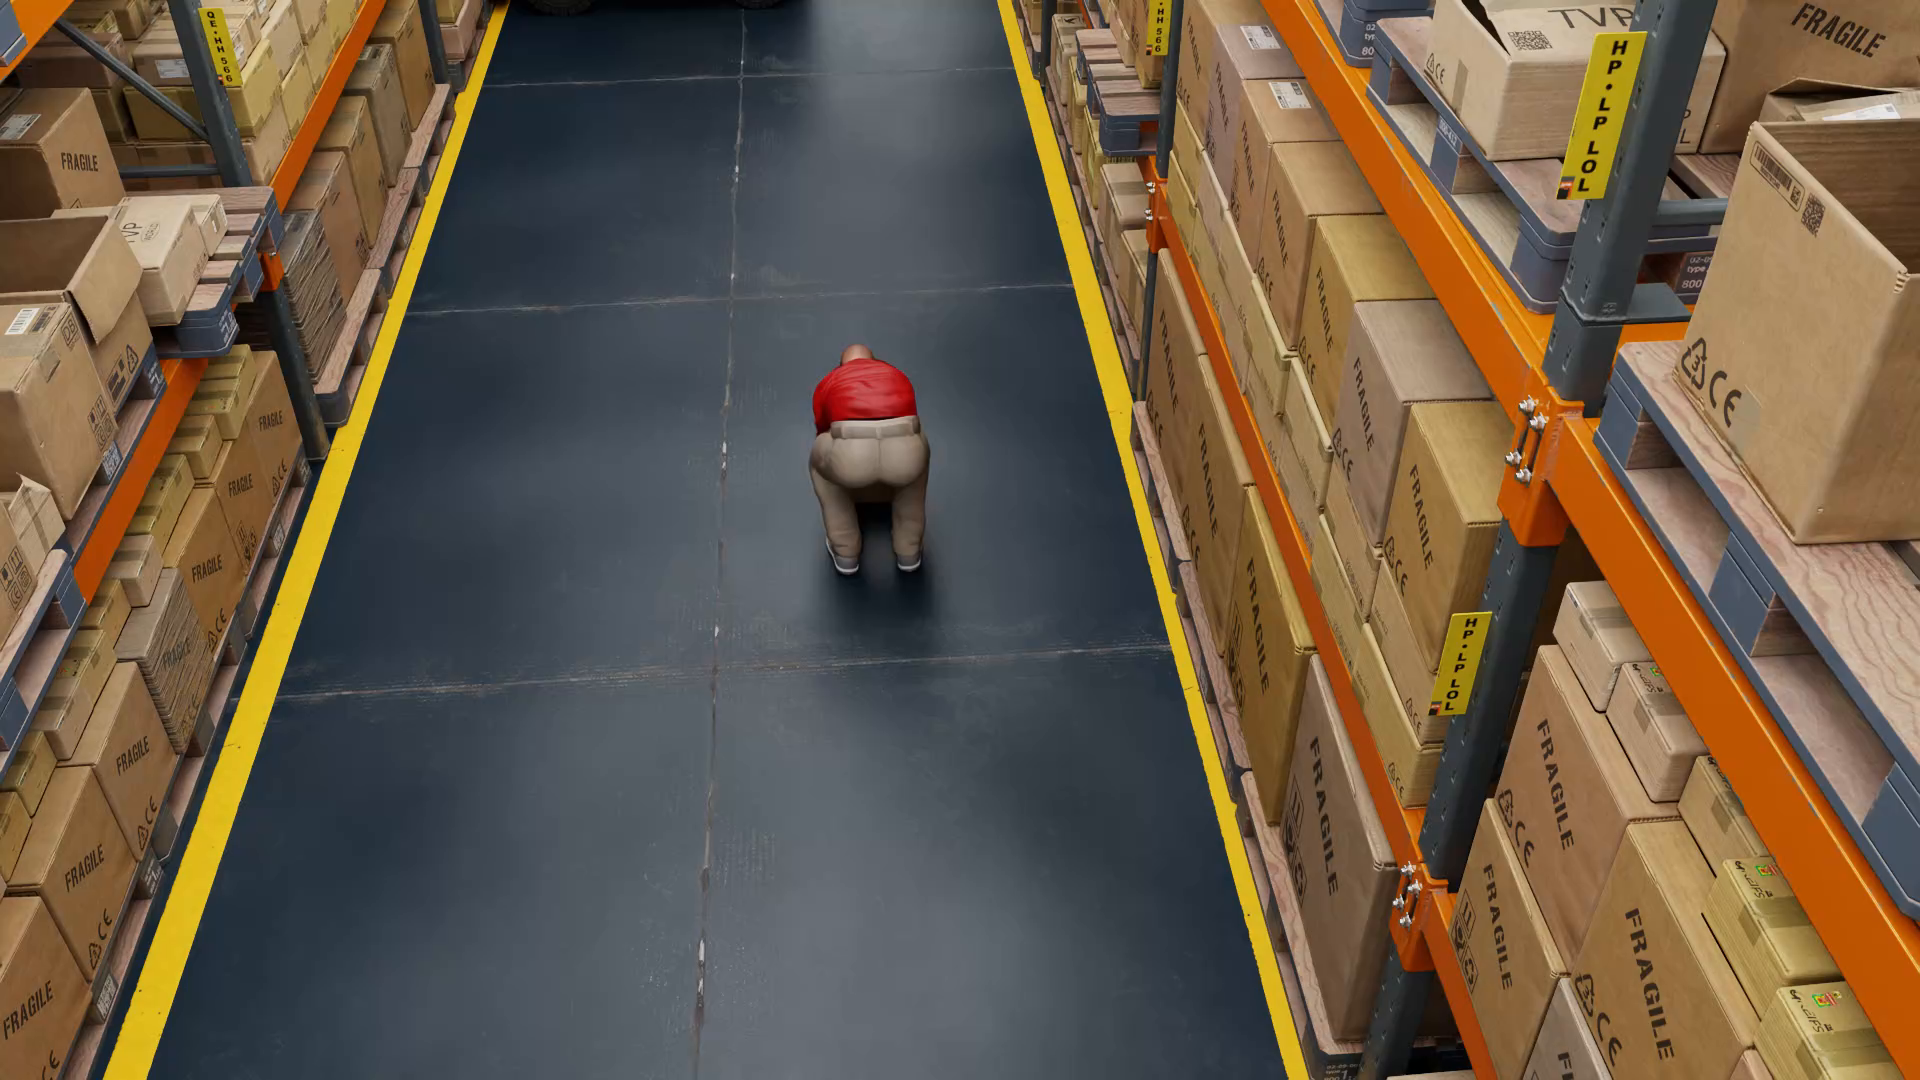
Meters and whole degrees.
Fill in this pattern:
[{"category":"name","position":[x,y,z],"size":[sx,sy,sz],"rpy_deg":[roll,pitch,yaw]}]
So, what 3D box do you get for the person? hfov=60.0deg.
[{"category":"person","position":[-0.399,-0.385,7.324],"size":[0.543,0.884,0.956],"rpy_deg":[-5,39,-6]}]
